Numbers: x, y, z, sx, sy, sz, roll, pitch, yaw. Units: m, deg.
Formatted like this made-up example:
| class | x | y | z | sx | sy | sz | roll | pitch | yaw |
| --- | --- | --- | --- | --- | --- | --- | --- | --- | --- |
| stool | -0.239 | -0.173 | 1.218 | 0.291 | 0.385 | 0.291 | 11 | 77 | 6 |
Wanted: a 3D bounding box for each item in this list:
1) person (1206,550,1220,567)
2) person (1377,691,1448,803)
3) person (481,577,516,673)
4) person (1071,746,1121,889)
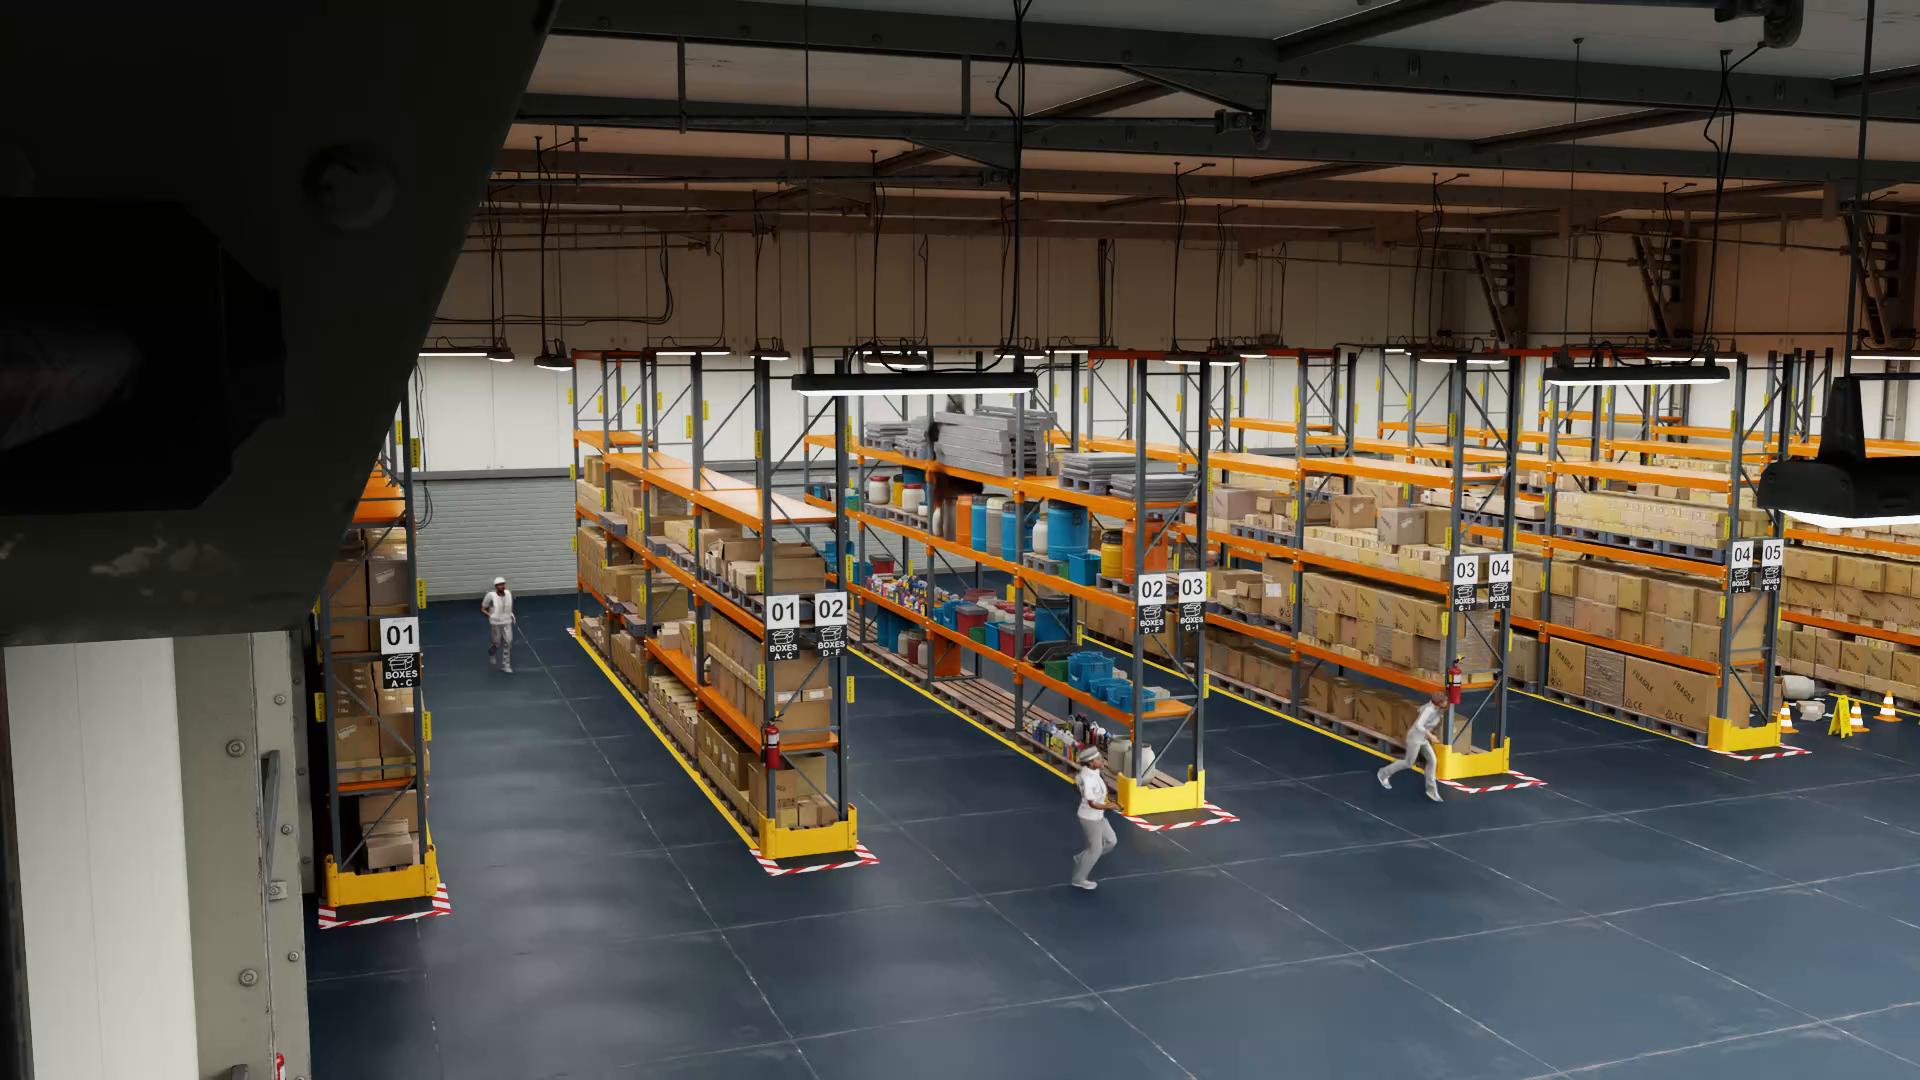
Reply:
| class | x | y | z | sx | sy | sz | roll | pitch | yaw |
| --- | --- | --- | --- | --- | --- | --- | --- | --- | --- |
| person | 5.296 | 1.041 | 35.848 | 0.647 | 1.691 | 0.923 | -3 | 8 | -24 |
| person | 6.172 | 2.781 | 22.710 | 0.919 | 1.546 | 0.575 | 3 | 8 | 24 |
| person | -8.648 | 1.578 | 31.232 | 0.682 | 1.775 | 0.880 | -5 | 9 | -35 |
| person | 1.560 | 3.155 | 18.982 | 0.562 | 1.661 | 0.561 | 1 | 7 | 6 |
